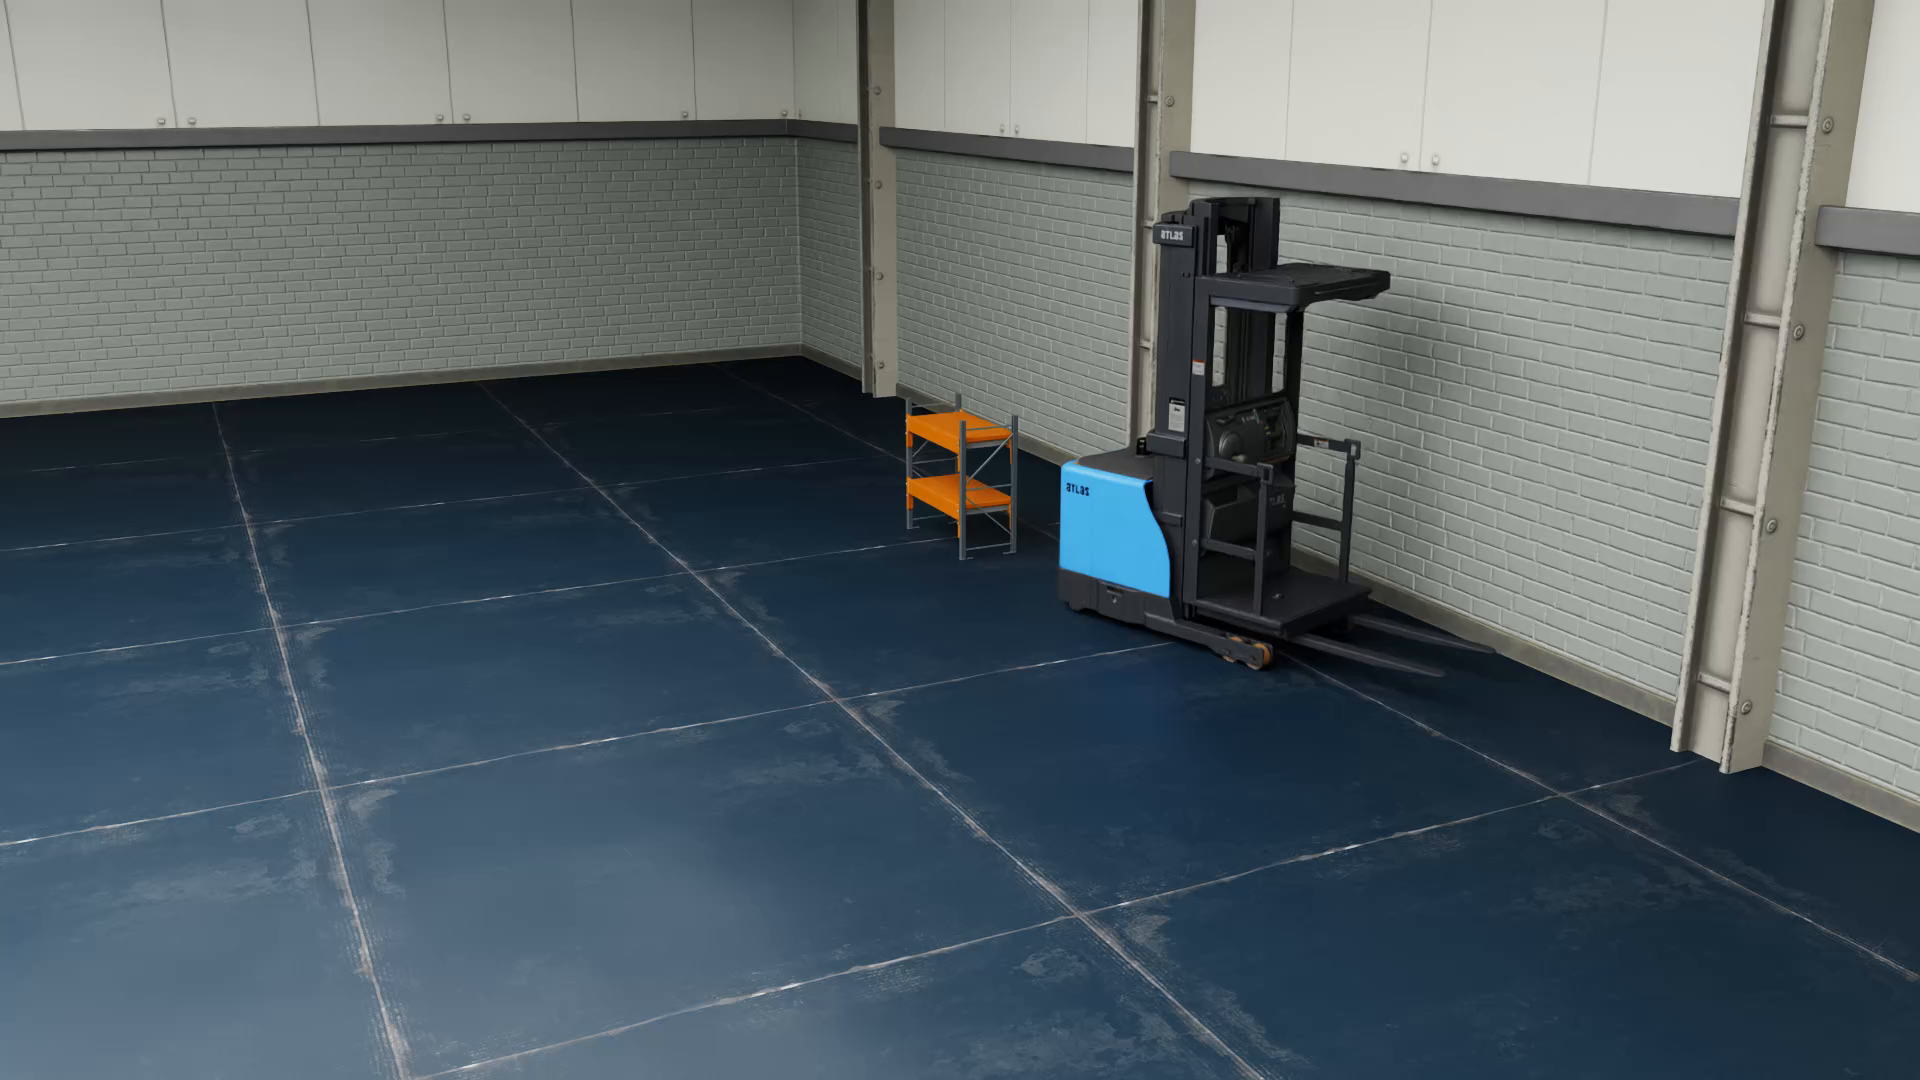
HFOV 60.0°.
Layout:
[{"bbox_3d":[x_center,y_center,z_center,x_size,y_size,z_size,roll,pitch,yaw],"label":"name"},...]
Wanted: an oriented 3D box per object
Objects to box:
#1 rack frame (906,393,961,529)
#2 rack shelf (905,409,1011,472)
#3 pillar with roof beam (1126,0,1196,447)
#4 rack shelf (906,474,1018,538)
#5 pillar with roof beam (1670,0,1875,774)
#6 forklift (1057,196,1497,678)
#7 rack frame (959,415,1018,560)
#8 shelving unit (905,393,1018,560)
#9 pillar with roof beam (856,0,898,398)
[{"bbox_3d":[-0.220,-0.665,14.029,0.500,1.125,0.032,-8,18,-25],"label":"rack frame"},{"bbox_3d":[0.003,-0.820,13.509,0.538,0.278,1.000,-8,18,-25],"label":"rack shelf"},{"bbox_3d":[-2.193,-4.061,11.589,9.100,9.000,0.400,-8,18,-25],"label":"pillar with roof beam"},{"bbox_3d":[0.003,-0.304,13.657,0.538,0.278,1.000,-8,18,-25],"label":"rack shelf"},{"bbox_3d":[0.436,-2.574,6.405,9.100,9.000,0.400,-8,18,-25],"label":"pillar with roof beam"},{"bbox_3d":[2.094,-0.728,10.975,1.130,2.935,3.031,-15,22,-43],"label":"forklift"},{"bbox_3d":[0.226,-0.413,13.150,0.500,1.125,0.032,-8,18,-25],"label":"rack frame"},{"bbox_3d":[0.003,-0.539,13.590,0.538,1.125,1.048,-8,18,-25],"label":"shelving unit"},{"bbox_3d":[-4.821,-5.549,16.774,9.100,9.000,0.400,-8,18,-25],"label":"pillar with roof beam"}]
